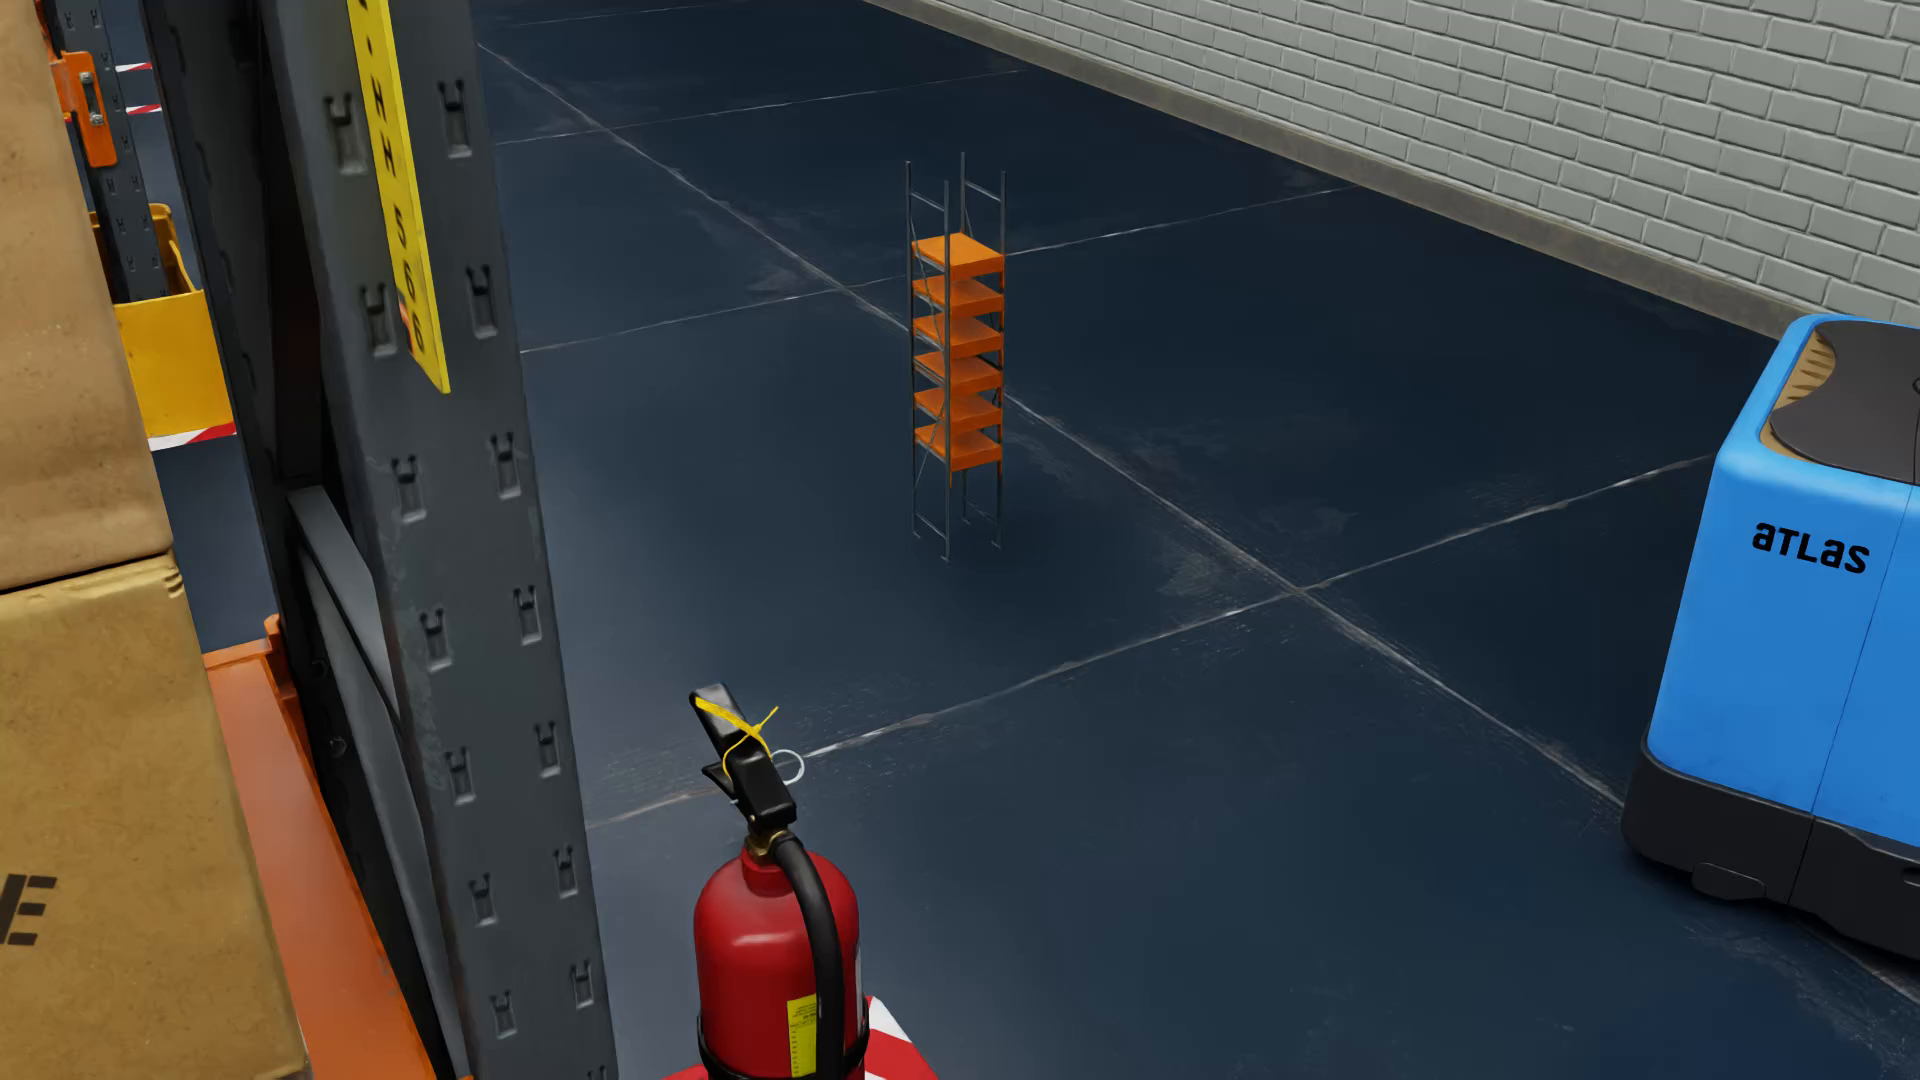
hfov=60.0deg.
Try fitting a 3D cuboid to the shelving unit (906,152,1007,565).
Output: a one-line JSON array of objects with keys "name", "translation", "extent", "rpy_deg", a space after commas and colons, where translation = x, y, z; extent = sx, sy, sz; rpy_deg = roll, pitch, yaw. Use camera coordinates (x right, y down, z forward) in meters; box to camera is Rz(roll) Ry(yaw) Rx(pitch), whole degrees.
[{"name": "shelving unit", "translation": [-0.012, -0.522, 4.954], "extent": [0.189, 1.200, 0.258], "rpy_deg": [-16, 33, -26]}]

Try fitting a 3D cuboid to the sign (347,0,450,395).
[{"name": "sign", "translation": [-0.375, -0.261, 1.093], "extent": [0.005, 0.325, 0.100], "rpy_deg": [-16, 33, -26]}]

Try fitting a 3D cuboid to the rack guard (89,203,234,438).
[{"name": "rack guard", "translation": [-3.044, -0.854, 6.281], "extent": [0.348, 0.500, 1.175], "rpy_deg": [-16, 33, -26]}]

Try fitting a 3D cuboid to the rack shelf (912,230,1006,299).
[{"name": "rack shelf", "translation": [-0.012, -0.798, 4.801], "extent": [0.180, 0.103, 0.258], "rpy_deg": [-16, 33, -26]}]

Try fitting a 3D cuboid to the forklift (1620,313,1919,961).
[{"name": "forklift", "translation": [3.054, -0.335, 2.823], "extent": [3.031, 2.935, 1.130], "rpy_deg": [17, 33, 28]}]

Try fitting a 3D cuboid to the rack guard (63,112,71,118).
[{"name": "rack guard", "translation": [-5.559, -2.923, 10.029], "extent": [0.348, 0.500, 1.175], "rpy_deg": [-16, 33, -26]}]

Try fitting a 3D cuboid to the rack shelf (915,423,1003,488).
[{"name": "rack shelf", "translation": [-0.012, -0.273, 5.091], "extent": [0.180, 0.103, 0.258], "rpy_deg": [-16, 33, -26]}]

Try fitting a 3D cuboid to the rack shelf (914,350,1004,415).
[{"name": "rack shelf", "translation": [-0.012, -0.483, 4.975], "extent": [0.180, 0.103, 0.258], "rpy_deg": [-16, 33, -26]}]

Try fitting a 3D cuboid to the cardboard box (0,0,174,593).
[{"name": "cardboard box", "translation": [-0.907, -0.248, 1.149], "extent": [0.500, 0.500, 0.500], "rpy_deg": [-17, 33, -27]}]

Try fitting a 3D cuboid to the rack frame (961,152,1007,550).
[{"name": "rack frame", "translation": [0.066, -0.544, 4.994], "extent": [0.006, 1.200, 0.240], "rpy_deg": [-16, 33, -26]}]

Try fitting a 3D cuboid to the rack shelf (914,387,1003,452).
[{"name": "rack shelf", "translation": [-0.012, -0.378, 5.033], "extent": [0.180, 0.103, 0.258], "rpy_deg": [-16, 33, -26]}]

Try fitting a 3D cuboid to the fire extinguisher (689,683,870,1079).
[{"name": "fire extinguisher", "translation": [-0.188, 0.476, 1.749], "extent": [0.183, 0.674, 0.296], "rpy_deg": [-16, 33, -26]}]

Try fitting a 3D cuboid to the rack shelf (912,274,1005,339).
[{"name": "rack shelf", "translation": [-0.012, -0.693, 4.859], "extent": [0.180, 0.103, 0.258], "rpy_deg": [-16, 33, -26]}]

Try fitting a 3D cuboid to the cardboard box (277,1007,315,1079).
[{"name": "cardboard box", "translation": [-0.777, 0.456, 1.580], "extent": [0.250, 0.149, 0.380], "rpy_deg": [-16, 33, -26]}]

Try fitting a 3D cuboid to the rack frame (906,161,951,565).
[{"name": "rack frame", "translation": [-0.091, -0.499, 4.913], "extent": [0.006, 1.200, 0.240], "rpy_deg": [-16, 33, -26]}]

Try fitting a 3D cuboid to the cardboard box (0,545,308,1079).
[{"name": "cardboard box", "translation": [-0.896, 0.191, 1.388], "extent": [0.500, 0.500, 0.500], "rpy_deg": [-15, 32, -25]}]

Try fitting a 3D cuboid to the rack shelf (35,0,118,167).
[{"name": "rack shelf", "translation": [-4.789, -1.138, 4.953], "extent": [4.000, 0.370, 1.077], "rpy_deg": [-16, 33, -26]}]

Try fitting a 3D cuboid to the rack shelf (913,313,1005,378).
[{"name": "rack shelf", "translation": [-0.012, -0.588, 4.917], "extent": [0.180, 0.103, 0.258], "rpy_deg": [-16, 33, -26]}]

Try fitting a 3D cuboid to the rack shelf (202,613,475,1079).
[{"name": "rack shelf", "translation": [-2.363, 0.953, 1.164], "extent": [4.000, 0.370, 1.077], "rpy_deg": [-16, 33, -26]}]

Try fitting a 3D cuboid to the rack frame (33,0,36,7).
[{"name": "rack frame", "translation": [-5.574, -4.006, 9.405], "extent": [0.127, 3.000, 1.000], "rpy_deg": [-16, 33, -26]}]

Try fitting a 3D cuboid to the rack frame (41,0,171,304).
[{"name": "rack frame", "translation": [-3.064, -1.943, 5.666], "extent": [0.127, 3.000, 1.000], "rpy_deg": [-16, 33, -26]}]
